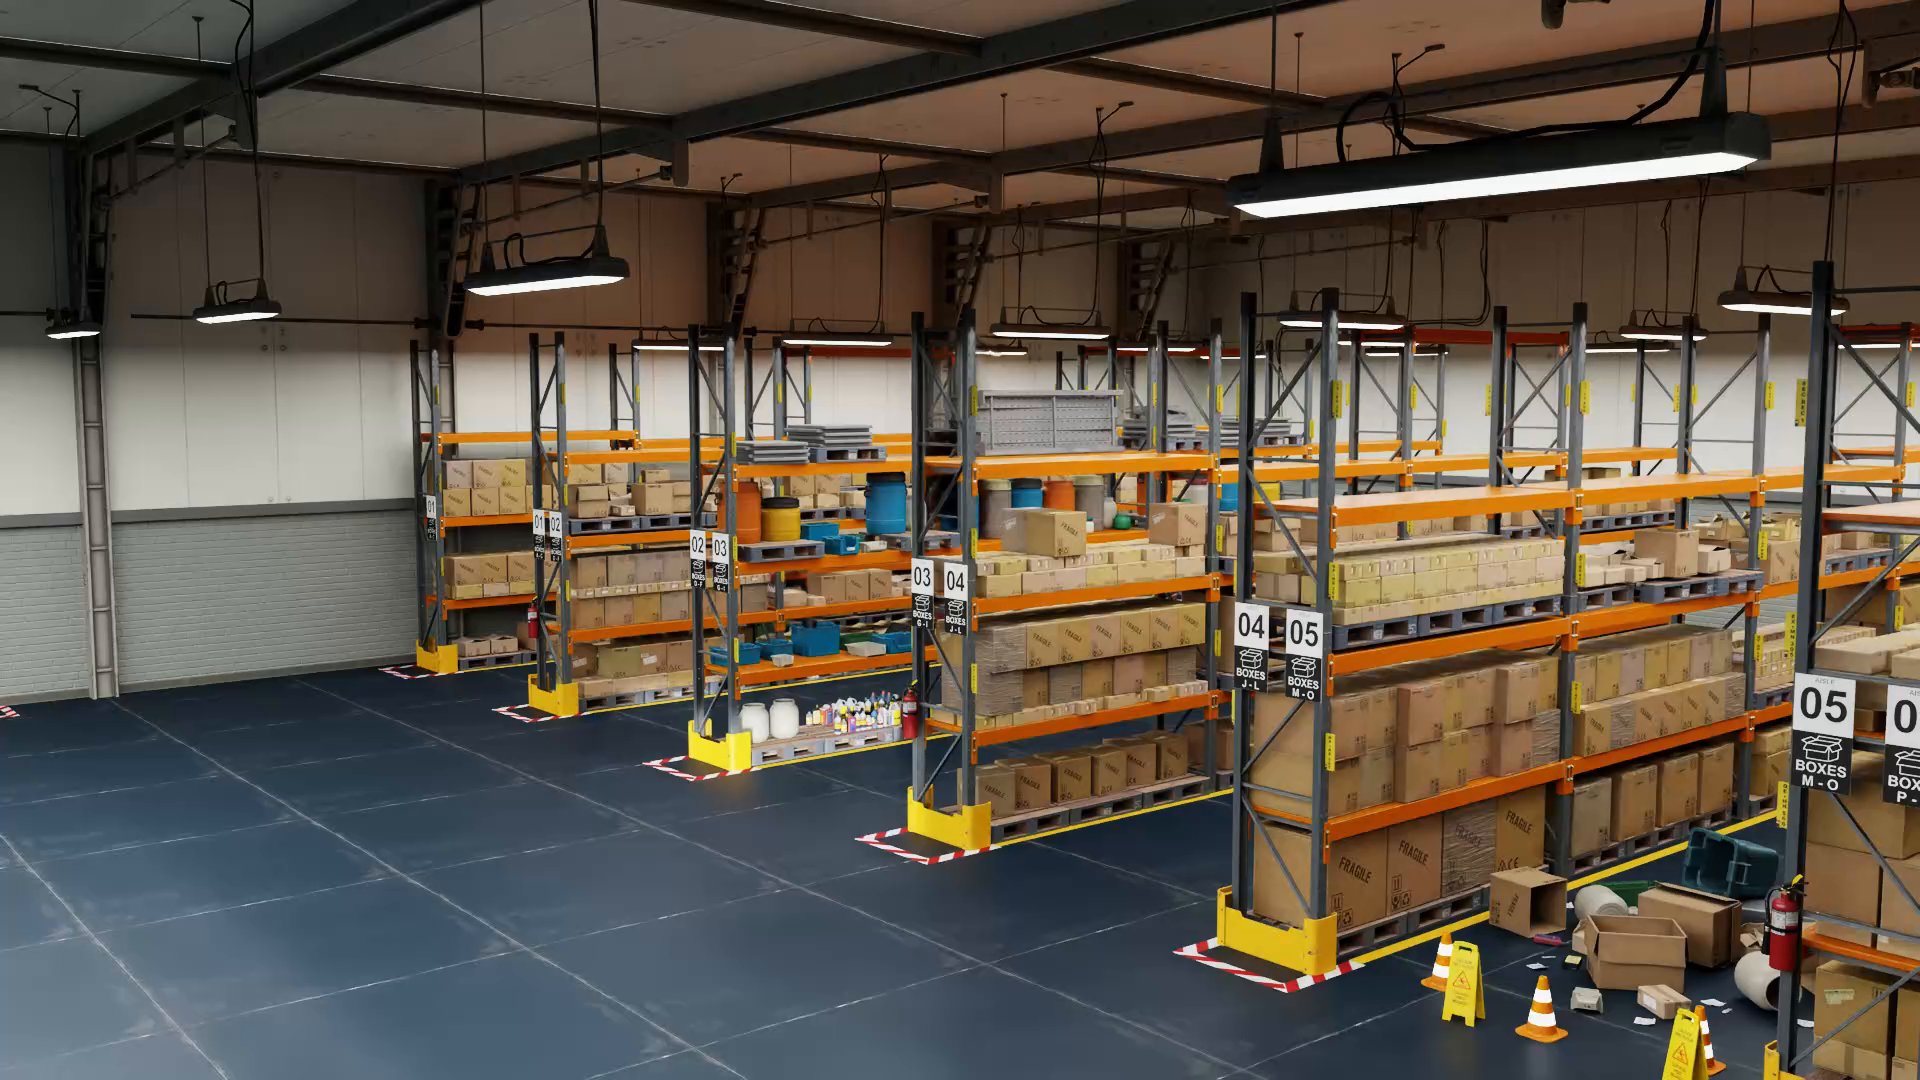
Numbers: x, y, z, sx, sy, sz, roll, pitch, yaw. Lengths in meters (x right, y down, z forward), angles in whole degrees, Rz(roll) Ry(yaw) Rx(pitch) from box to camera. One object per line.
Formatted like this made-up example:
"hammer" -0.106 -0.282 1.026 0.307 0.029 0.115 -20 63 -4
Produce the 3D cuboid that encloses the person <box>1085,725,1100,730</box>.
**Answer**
"person" 1.961 1.885 23.803 0.614 1.621 0.515 5 7 41

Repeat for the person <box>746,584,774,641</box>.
"person" -3.746 1.417 30.978 0.592 1.739 0.664 -5 7 -43
